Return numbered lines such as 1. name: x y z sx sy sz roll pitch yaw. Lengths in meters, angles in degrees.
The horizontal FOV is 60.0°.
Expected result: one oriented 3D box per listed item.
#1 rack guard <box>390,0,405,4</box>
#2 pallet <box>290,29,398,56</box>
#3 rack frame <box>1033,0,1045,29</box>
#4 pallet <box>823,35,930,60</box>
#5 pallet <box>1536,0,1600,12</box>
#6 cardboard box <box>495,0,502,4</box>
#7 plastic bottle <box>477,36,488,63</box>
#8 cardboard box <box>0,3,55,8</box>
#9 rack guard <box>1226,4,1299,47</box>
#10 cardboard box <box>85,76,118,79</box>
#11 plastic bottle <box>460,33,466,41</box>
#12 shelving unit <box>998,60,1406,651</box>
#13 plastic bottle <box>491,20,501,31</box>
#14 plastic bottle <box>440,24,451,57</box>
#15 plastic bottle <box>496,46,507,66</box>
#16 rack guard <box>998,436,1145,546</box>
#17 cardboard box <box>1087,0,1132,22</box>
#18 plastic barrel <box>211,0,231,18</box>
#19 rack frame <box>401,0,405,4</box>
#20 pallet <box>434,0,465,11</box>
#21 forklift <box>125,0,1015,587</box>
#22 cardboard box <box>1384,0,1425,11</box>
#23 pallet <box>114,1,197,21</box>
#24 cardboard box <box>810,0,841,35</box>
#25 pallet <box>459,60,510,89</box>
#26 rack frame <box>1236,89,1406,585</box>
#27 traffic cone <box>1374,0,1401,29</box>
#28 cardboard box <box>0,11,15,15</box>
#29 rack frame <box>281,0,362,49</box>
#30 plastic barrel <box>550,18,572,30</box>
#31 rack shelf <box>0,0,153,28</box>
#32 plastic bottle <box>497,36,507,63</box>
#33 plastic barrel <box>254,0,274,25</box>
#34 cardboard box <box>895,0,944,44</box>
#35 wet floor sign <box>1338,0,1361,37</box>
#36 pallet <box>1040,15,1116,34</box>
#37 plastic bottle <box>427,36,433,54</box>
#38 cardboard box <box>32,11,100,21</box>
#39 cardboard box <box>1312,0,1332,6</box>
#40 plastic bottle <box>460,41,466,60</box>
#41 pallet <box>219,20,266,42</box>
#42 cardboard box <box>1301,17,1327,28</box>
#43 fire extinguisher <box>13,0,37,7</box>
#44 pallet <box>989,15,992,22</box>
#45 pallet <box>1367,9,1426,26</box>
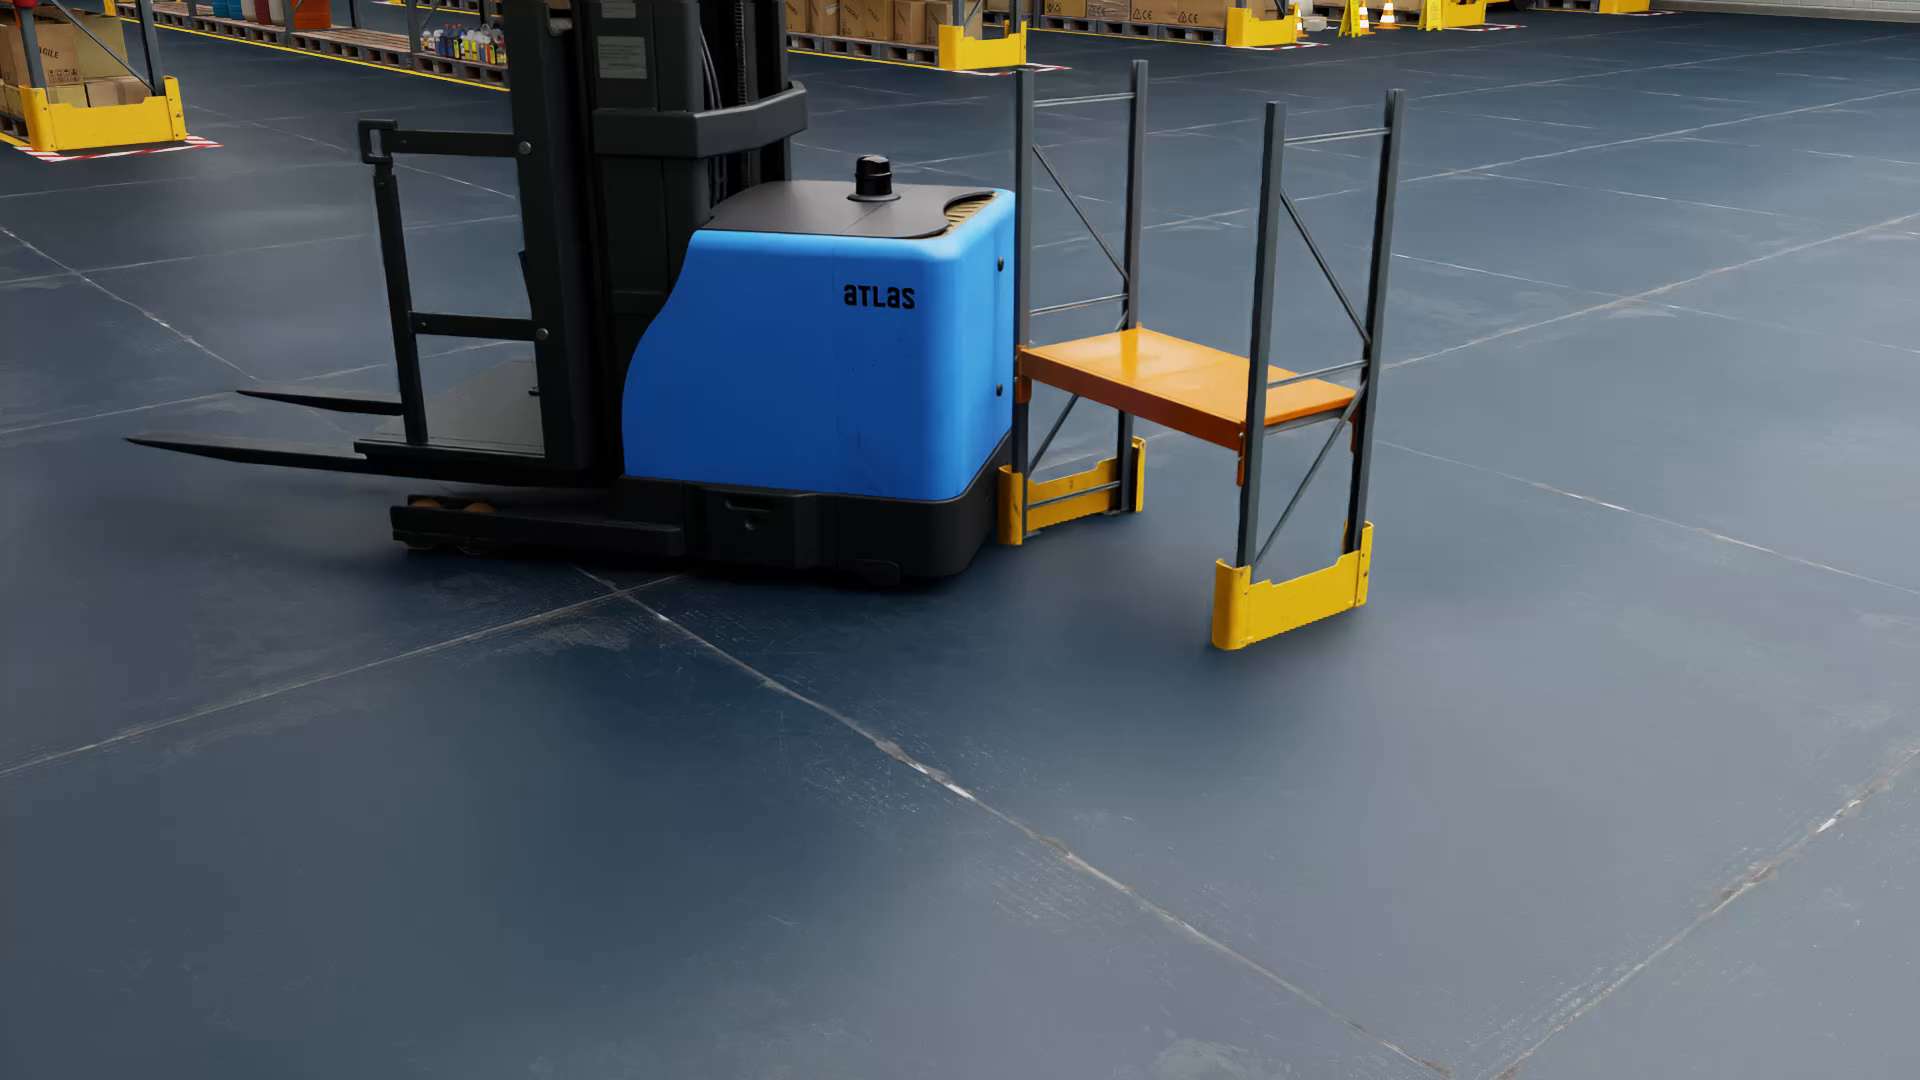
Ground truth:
1. rack guard: -10.133 -10.370 31.275 1.175 0.500 0.348 -17 27 -37
2. pallet: -8.171 -6.616 22.087 1.003 0.211 1.213 -17 27 -37
3. rack frame: 1.539 -9.365 25.281 1.000 3.000 0.127 -17 27 -37
4. pallet: -1.018 -6.399 21.532 1.003 0.211 1.213 -17 27 -37
5. pallet: 11.061 -9.551 29.581 1.003 0.211 1.213 -17 27 -37
6. cardboard box: -7.073 -9.456 27.852 1.225 0.875 0.875 -17 27 -37
7. plastic bottle: -5.191 -5.382 18.243 0.152 0.276 0.135 -18 28 -39
8. cardboard box: -9.006 -4.902 16.053 0.500 0.500 0.500 -17 27 -37
9. rack guard: 4.166 -7.089 22.898 1.175 0.500 0.348 -17 27 -37
10. cardboard box: -7.691 -4.003 14.786 0.500 0.250 0.500 -17 27 -37
11. plastic bottle: -5.576 -5.562 18.708 0.097 0.271 0.097 0 21 0
12. shelving unit: 0.673 -0.604 4.970 0.587 1.500 1.083 -15 26 -34
13. plastic bottle: -5.398 -5.895 19.451 0.144 0.351 0.185 -18 28 -39
14. plastic bottle: -5.824 -5.682 18.908 0.144 0.351 0.185 -17 27 -36
15. plastic bottle: -4.956 -5.233 17.964 0.097 0.201 0.097 0 21 0
16. rack guard: 0.378 -0.168 5.571 0.587 0.250 0.087 -15 26 -34
17. cardboard box: 2.488 -8.132 24.472 0.875 0.875 0.875 -17 27 -37
18. plastic barrel: -10.916 -8.307 24.882 0.600 0.901 0.708 -17 27 -37
19. rack frame: -10.117 -11.527 30.802 1.000 3.000 0.127 -17 27 -37
20. pallet: -8.744 -9.690 29.934 1.003 0.211 1.213 -17 27 -37
21. forklift: -1.351 -1.494 5.281 3.031 2.935 1.130 5 22 13
22. cardboard box: 7.087 -8.547 26.387 0.500 0.250 0.500 -18 27 -38
23. pallet: -13.361 -8.813 27.695 1.003 0.211 1.213 -17 27 -37
24. cardboard box: -1.674 -6.967 22.011 0.500 0.500 0.500 -9 23 -21
25. pallet: -4.829 -5.202 18.475 1.003 0.211 1.213 -17 27 -37
26. rack frame: 0.980 -0.452 4.582 0.500 1.500 0.032 -15 26 -34
27. traffic cone: 6.576 -8.096 25.521 0.336 0.463 0.334 -17 27 -37
28. cardboard box: -8.745 -4.502 15.033 0.500 0.500 0.500 -17 27 -37
29. rack frame: -8.647 -8.138 22.148 1.000 3.000 0.127 -17 27 -37
30. plastic barrel: -4.240 -5.267 17.654 0.421 0.512 0.421 0 21 0
31. rack shelf: -8.486 -4.967 15.039 1.077 0.370 4.000 -17 27 -37
32. plastic bottle: -5.020 -5.372 18.209 0.061 0.283 0.133 -17 27 -37
33. plastic barrel: -9.717 -7.654 23.643 0.600 0.588 0.708 -17 27 -37
34. cardboard box: -0.484 -6.472 20.746 0.500 0.500 0.500 -10 23 -24
35. wet floor sign: 5.669 -7.627 24.071 0.232 0.644 0.267 17 27 36
36. pallet: 1.976 -7.838 25.205 1.003 0.211 1.213 -17 27 -37
37. plastic bottle: -6.094 -5.714 19.194 0.097 0.201 0.097 0 21 0
38. cardboard box: -8.026 -4.488 14.995 0.500 0.500 0.500 -17 27 -37
39. cardboard box: 6.109 -8.968 27.463 0.500 0.250 0.500 -18 28 -38
40. plastic bottle: -5.534 -5.477 18.588 0.097 0.201 0.097 0 21 0
41. pallet: -9.986 -7.384 24.048 1.003 0.211 1.213 -17 27 -37
42. cardboard box: 5.449 -8.019 25.755 0.380 0.149 0.250 -4 22 -10
43. fire extinguisher: -7.455 -4.570 13.146 0.296 0.674 0.183 -17 27 -37
44. pallet: 0.178 -8.599 27.149 1.003 0.211 1.213 -17 27 -37
45. pallet: 7.281 -8.421 26.696 1.003 0.211 1.213 -17 27 -37
